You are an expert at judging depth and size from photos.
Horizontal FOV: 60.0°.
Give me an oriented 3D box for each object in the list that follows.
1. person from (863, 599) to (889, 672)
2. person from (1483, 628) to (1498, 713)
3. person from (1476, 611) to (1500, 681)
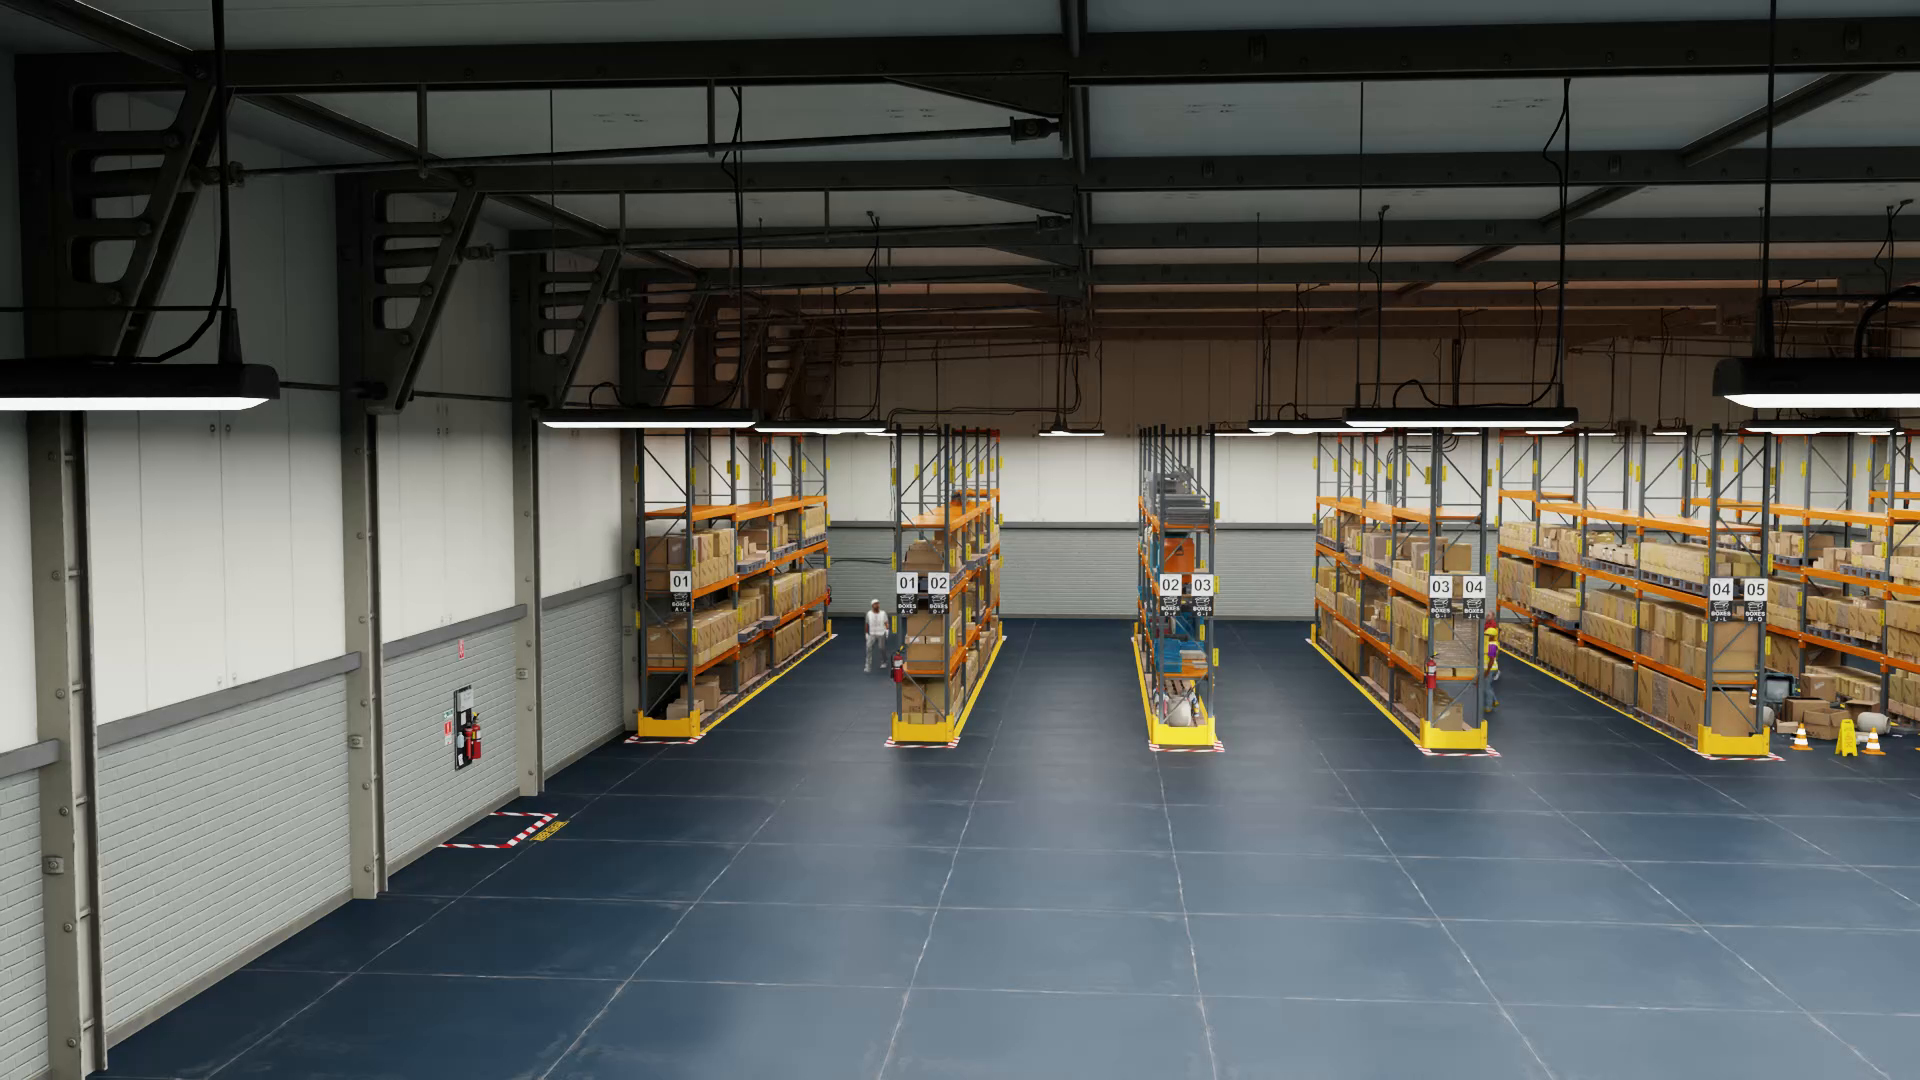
[{"bbox_3d":[-2.048,2.344,40.967,0.712,1.733,0.932,1,4,21],"label":"person"},{"bbox_3d":[11.049,2.713,34.829,0.438,1.765,0.582,2,4,27],"label":"person"},{"bbox_3d":[12.379,2.504,39.219,0.707,1.681,0.584,2,4,24],"label":"person"}]
